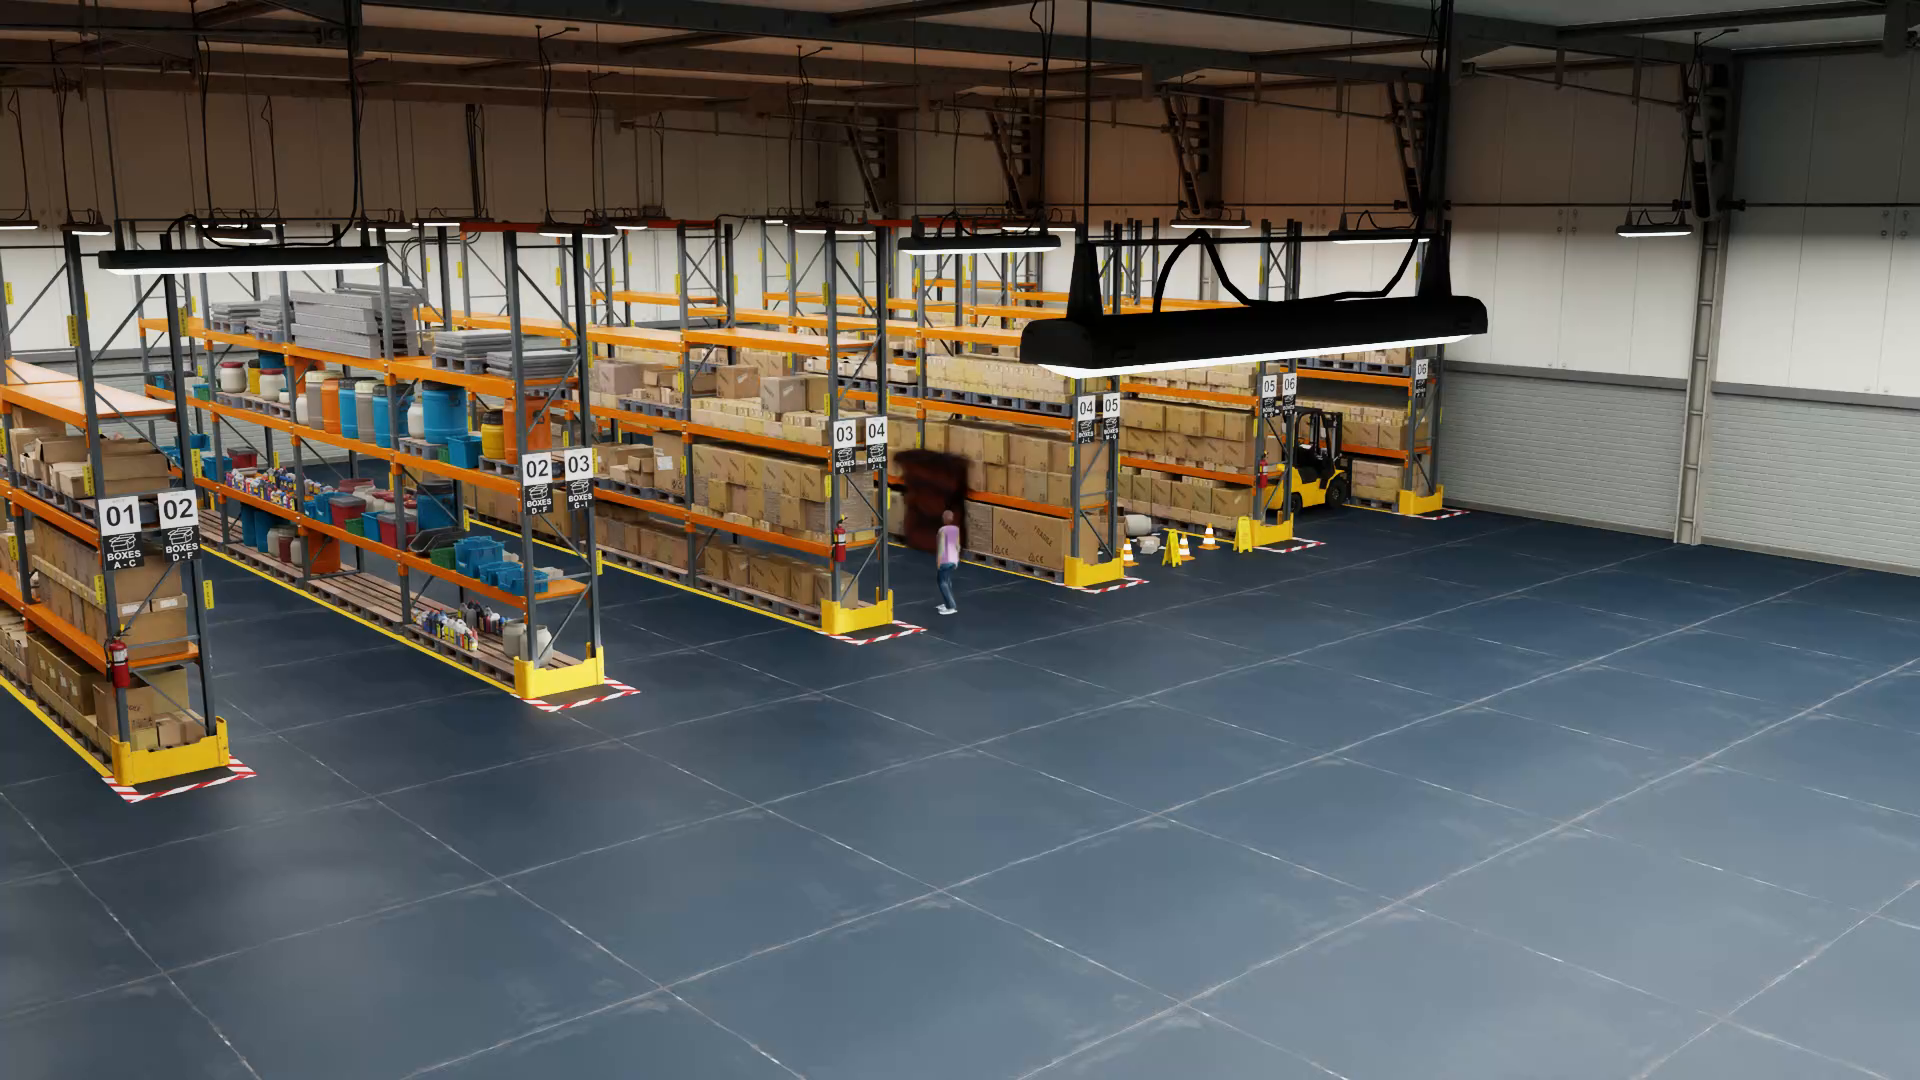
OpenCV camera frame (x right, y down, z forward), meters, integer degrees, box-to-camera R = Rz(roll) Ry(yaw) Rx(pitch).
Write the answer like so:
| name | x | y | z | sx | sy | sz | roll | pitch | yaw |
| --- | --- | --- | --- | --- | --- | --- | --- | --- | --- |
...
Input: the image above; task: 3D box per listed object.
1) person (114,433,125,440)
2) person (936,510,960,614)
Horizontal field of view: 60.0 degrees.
| name | x | y | z | sx | sy | sz | roll | pitch | yaw |
| --- | --- | --- | --- | --- | --- | --- | --- | --- | --- |
| person | -17.337 | -1.379 | 34.352 | 0.661 | 1.668 | 1.052 | -4 | 12 | -20 |
| person | -0.213 | 0.317 | 24.956 | 0.436 | 1.570 | 0.488 | -11 | 15 | -42 |
